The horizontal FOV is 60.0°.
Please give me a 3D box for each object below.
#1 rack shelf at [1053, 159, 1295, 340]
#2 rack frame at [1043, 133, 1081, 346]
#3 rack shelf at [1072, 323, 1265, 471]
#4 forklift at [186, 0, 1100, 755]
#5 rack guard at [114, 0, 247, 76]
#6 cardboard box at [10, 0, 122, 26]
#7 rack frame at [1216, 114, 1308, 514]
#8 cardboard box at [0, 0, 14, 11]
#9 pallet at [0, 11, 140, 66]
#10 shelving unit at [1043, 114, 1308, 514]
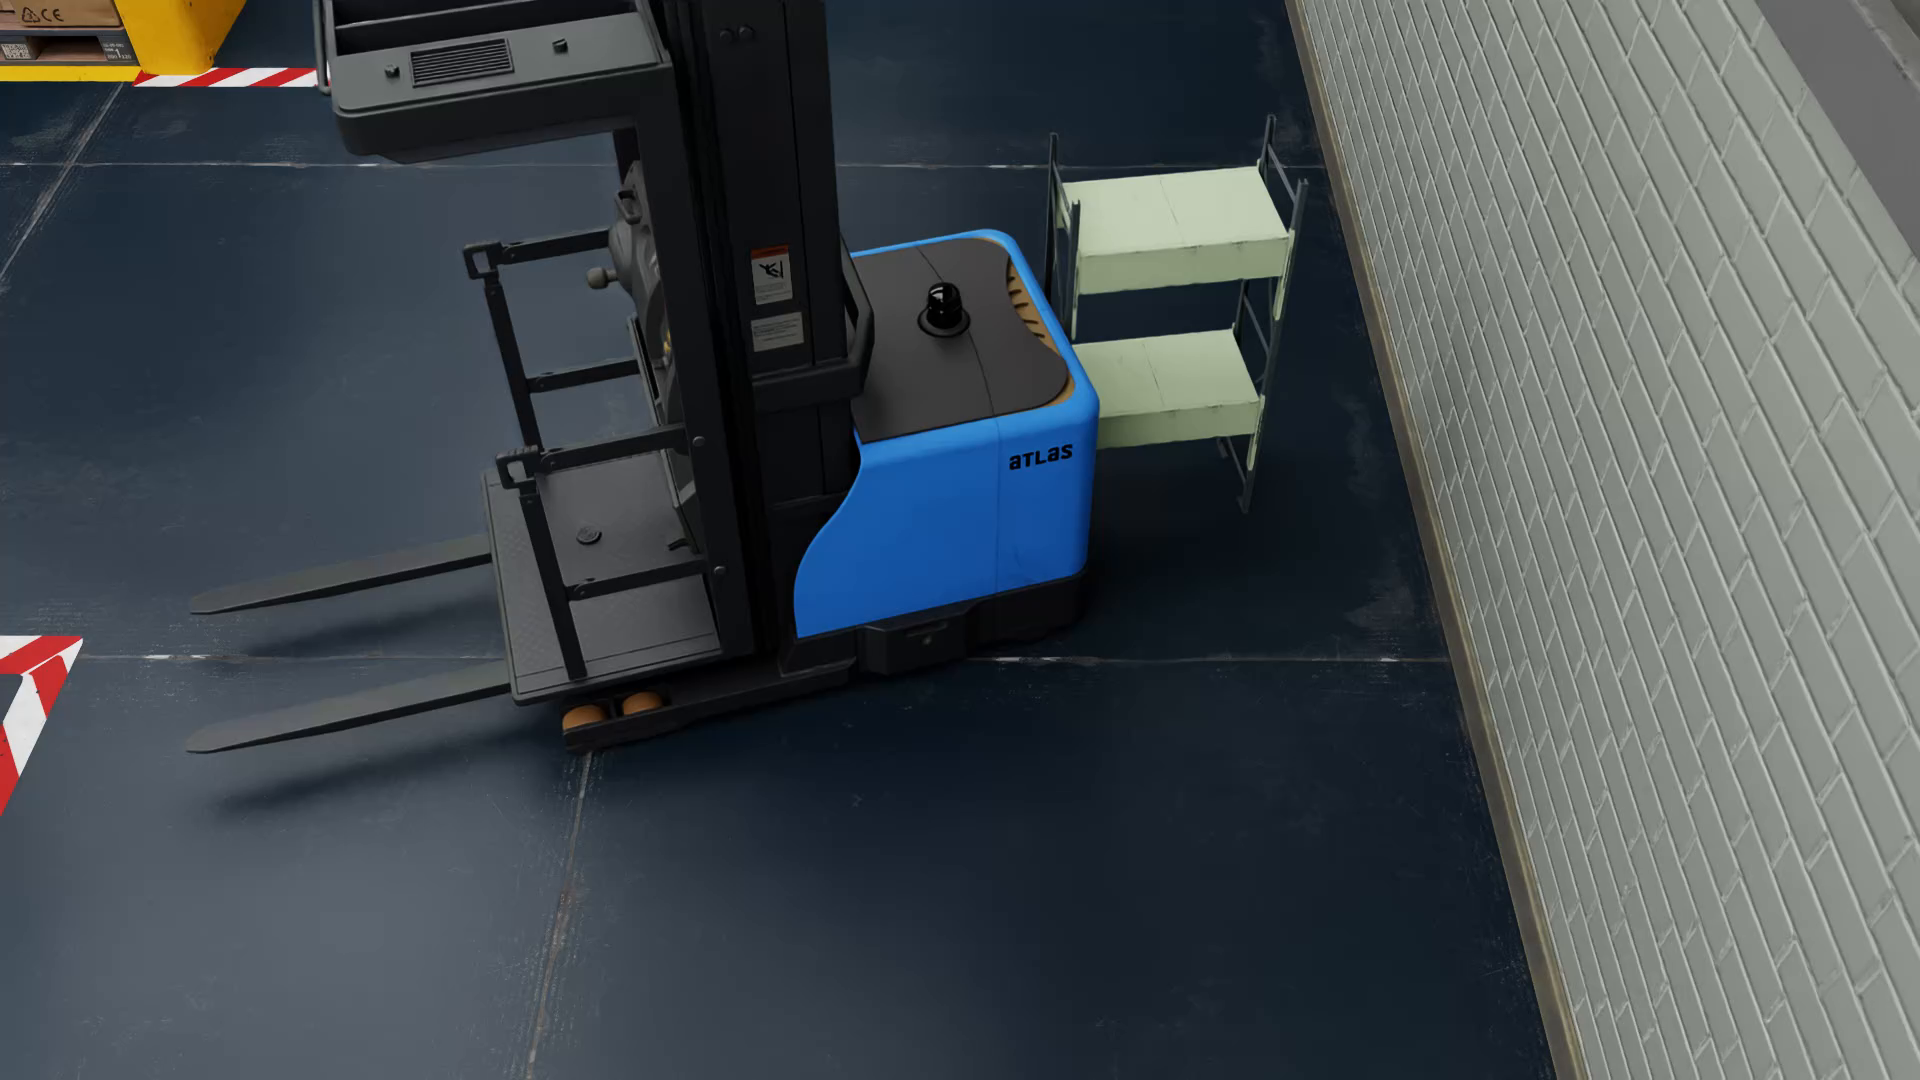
[{"bbox_3d":[0.698,-0.981,5.606,0.720,0.370,0.431,-6,47,-6],"label":"rack shelf"},{"bbox_3d":[0.336,-0.676,5.855,0.023,1.500,0.400,-6,47,-6],"label":"rack frame"},{"bbox_3d":[0.698,-0.493,6.130,0.720,0.370,0.431,-6,47,-6],"label":"rack shelf"},{"bbox_3d":[-1.120,-0.722,4.920,3.031,2.935,1.130,-12,48,-11],"label":"forklift"},{"bbox_3d":[-3.997,-2.959,8.663,0.348,0.500,1.175,0,47,0],"label":"rack guard"},{"bbox_3d":[-4.466,-2.930,8.335,0.500,0.500,0.500,0,47,0],"label":"cardboard box"},{"bbox_3d":[1.060,-0.755,5.928,0.023,1.500,0.400,-6,47,-6],"label":"rack frame"},{"bbox_3d":[-4.870,-2.883,8.519,0.250,0.166,0.380,0,47,0],"label":"cardboard box"},{"bbox_3d":[-4.794,-2.862,8.770,1.213,0.211,1.003,0,47,0],"label":"pallet"},{"bbox_3d":[0.698,-0.716,5.891,0.755,1.500,0.431,-6,47,-6],"label":"shelving unit"}]
